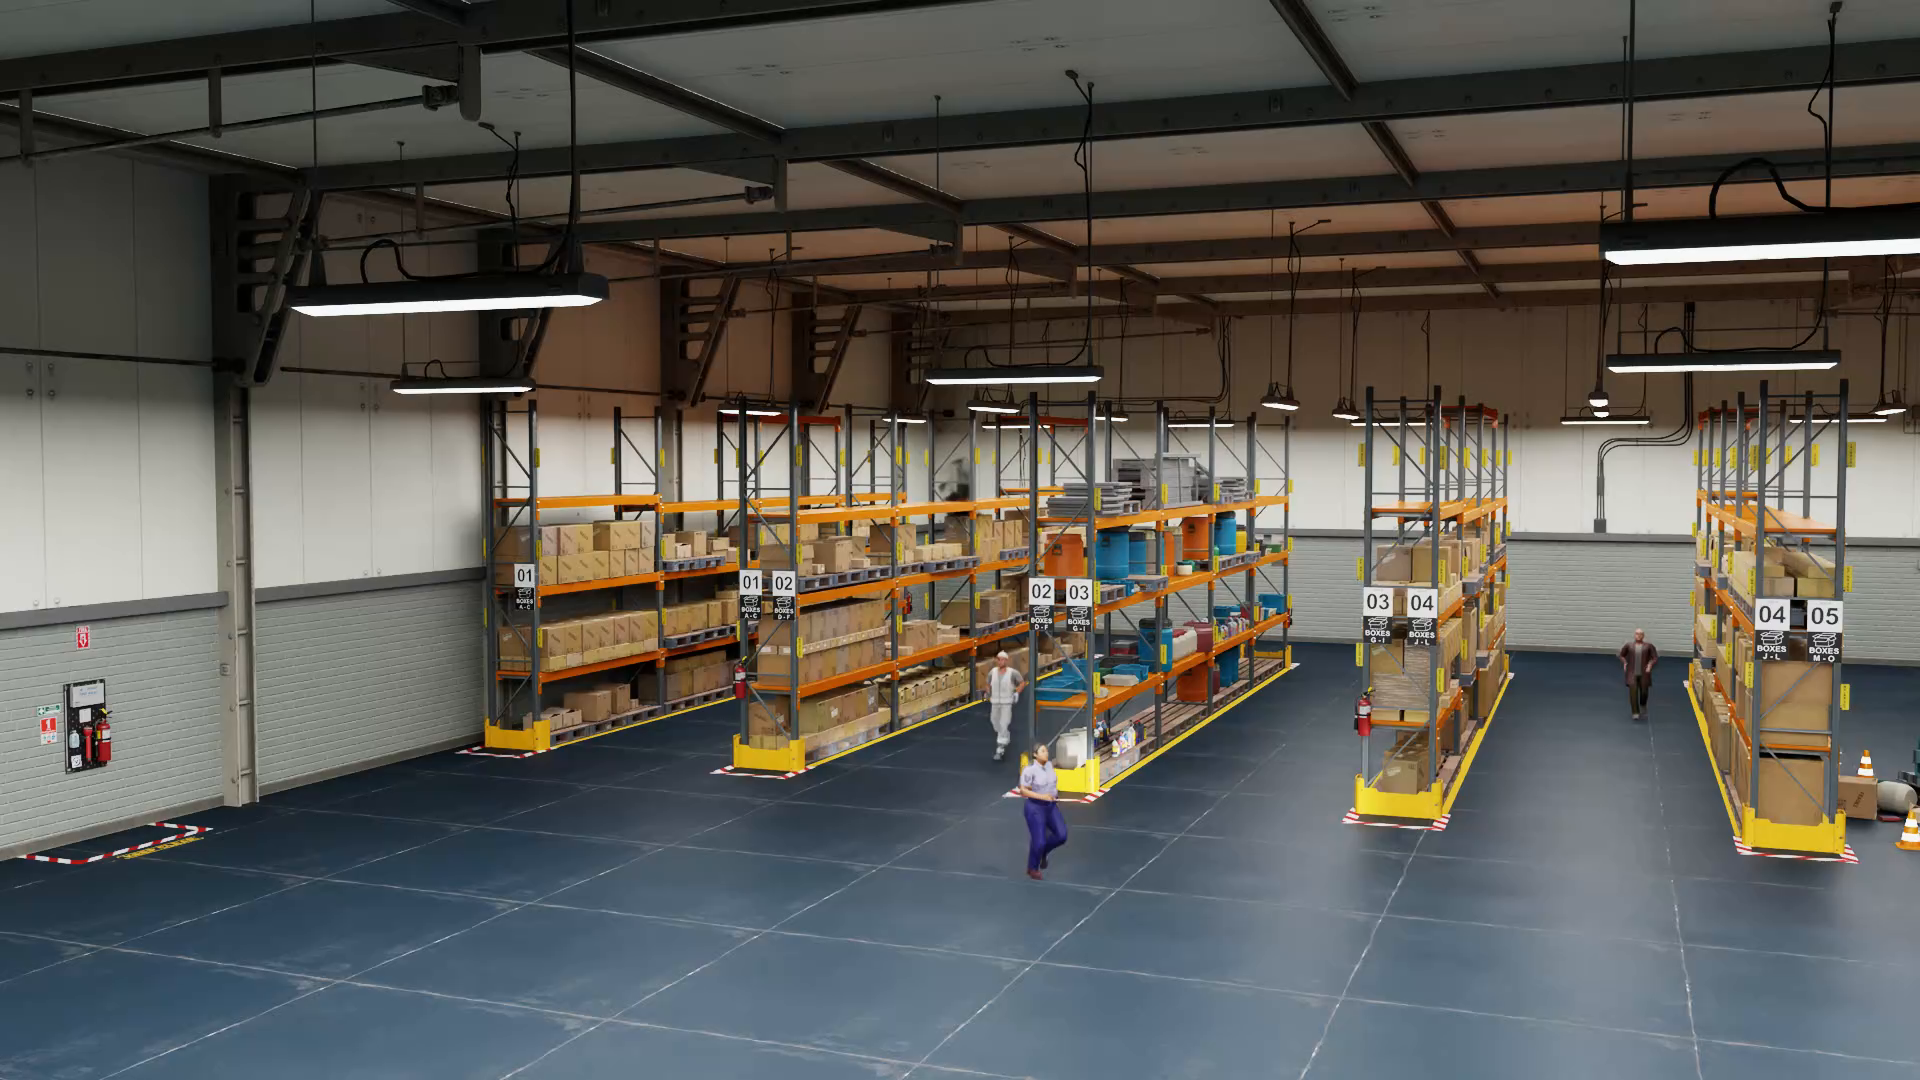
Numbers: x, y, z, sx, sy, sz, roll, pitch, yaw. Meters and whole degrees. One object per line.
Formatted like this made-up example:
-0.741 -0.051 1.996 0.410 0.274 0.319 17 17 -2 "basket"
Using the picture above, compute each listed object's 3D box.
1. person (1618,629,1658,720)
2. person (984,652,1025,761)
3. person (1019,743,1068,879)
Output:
13.000 2.562 31.899 0.708 1.724 0.670 1 3 24 "person"
0.728 2.752 27.819 0.656 1.783 0.899 1 3 19 "person"
1.004 3.219 19.775 0.657 1.615 0.527 -2 4 -41 "person"
